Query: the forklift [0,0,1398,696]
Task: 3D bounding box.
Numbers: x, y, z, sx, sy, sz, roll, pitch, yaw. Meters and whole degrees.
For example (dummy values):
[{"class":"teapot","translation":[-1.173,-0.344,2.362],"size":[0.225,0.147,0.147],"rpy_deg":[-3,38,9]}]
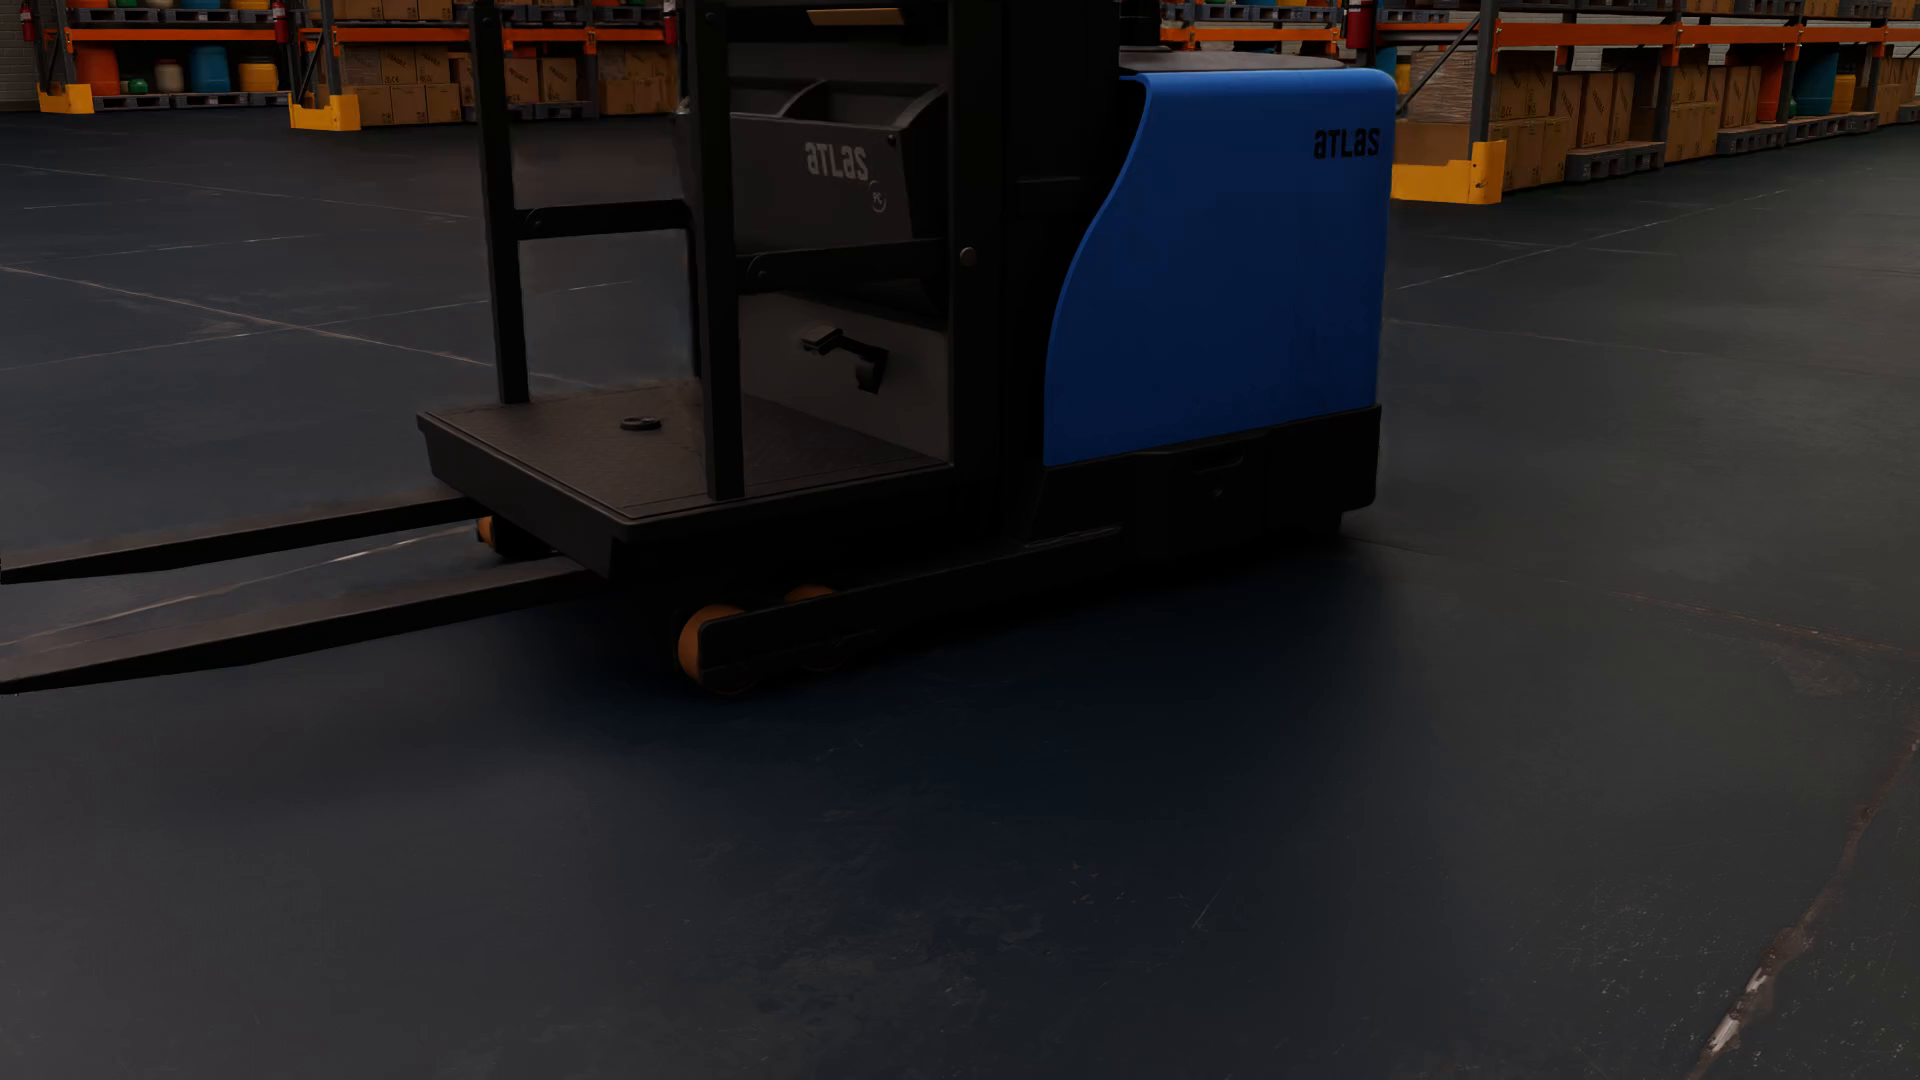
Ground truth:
[{"class":"forklift","translation":[-0.491,-1.294,3.158],"size":[3.031,2.935,1.130],"rpy_deg":[-12,21,-34]}]
